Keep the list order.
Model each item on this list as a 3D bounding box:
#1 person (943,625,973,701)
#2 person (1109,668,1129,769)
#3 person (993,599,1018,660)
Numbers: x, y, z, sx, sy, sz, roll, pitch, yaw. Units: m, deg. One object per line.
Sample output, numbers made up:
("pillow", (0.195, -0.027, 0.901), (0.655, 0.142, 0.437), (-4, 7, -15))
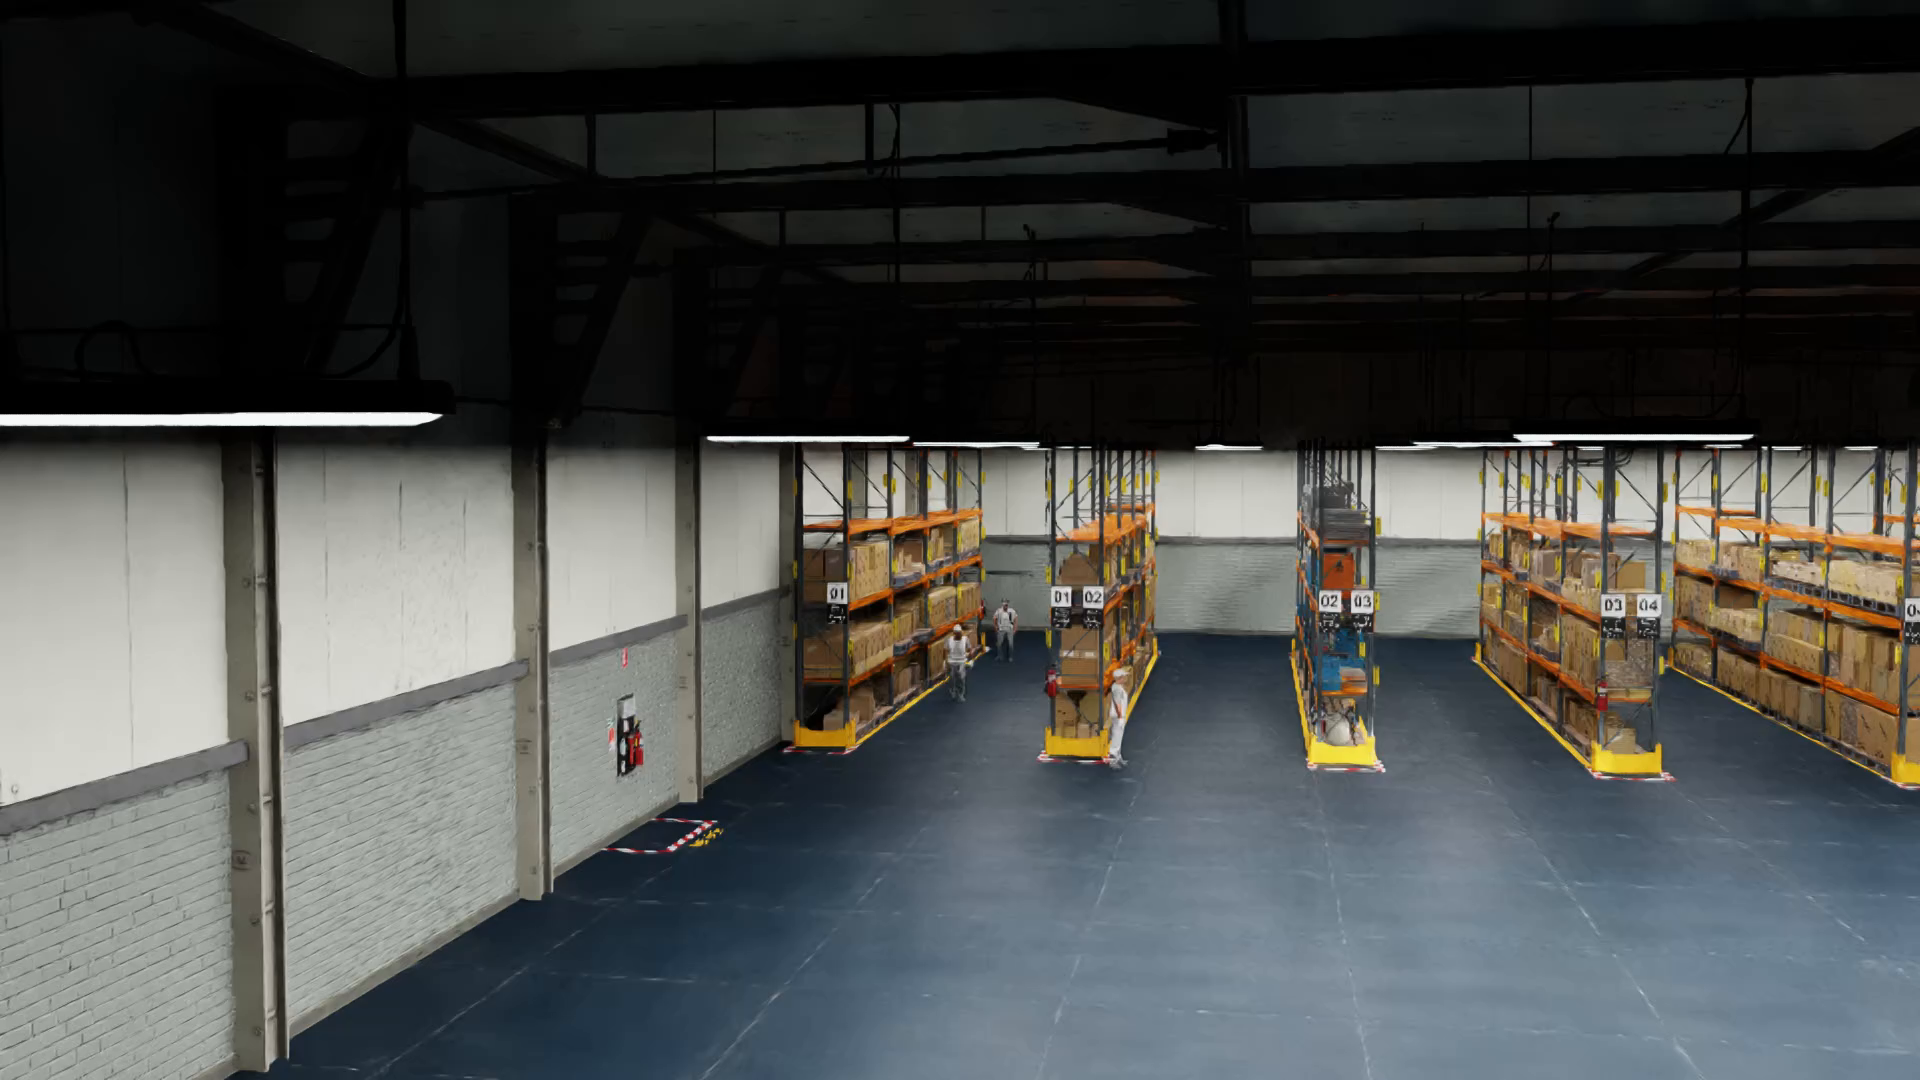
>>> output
("person", (-0.048, 2.815, 38.491), (0.700, 1.749, 0.697), (0, 3, 2))
("person", (2.887, 3.208, 30.120), (0.386, 1.796, 0.678), (0, 3, 4))
("person", (1.252, 2.451, 45.763), (0.682, 1.715, 0.536), (0, 3, 8))
